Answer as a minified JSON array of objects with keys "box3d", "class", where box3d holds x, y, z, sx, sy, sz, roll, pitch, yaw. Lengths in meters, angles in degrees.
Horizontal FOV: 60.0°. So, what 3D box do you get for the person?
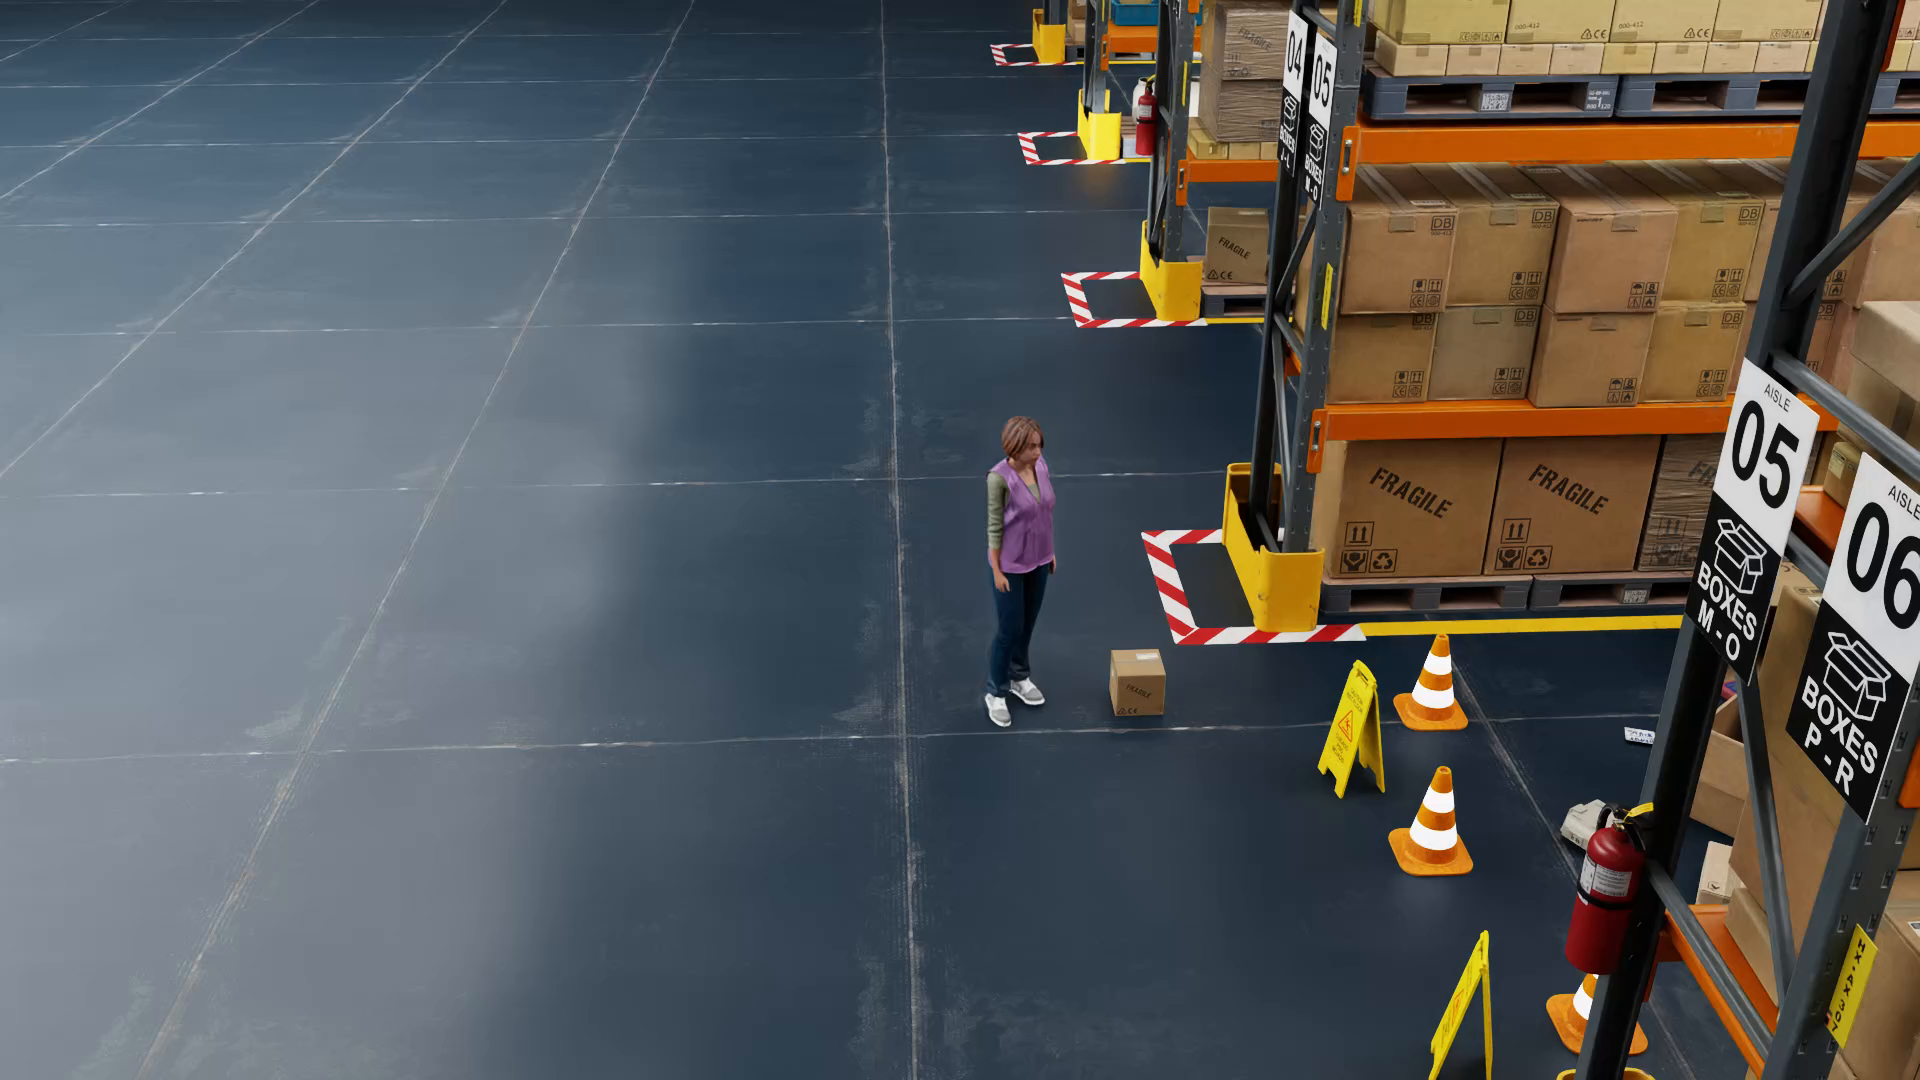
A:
[{"box3d":[0.290,0.132,8.380,0.491,1.615,0.326,-24,36,-37],"class":"person"}]
